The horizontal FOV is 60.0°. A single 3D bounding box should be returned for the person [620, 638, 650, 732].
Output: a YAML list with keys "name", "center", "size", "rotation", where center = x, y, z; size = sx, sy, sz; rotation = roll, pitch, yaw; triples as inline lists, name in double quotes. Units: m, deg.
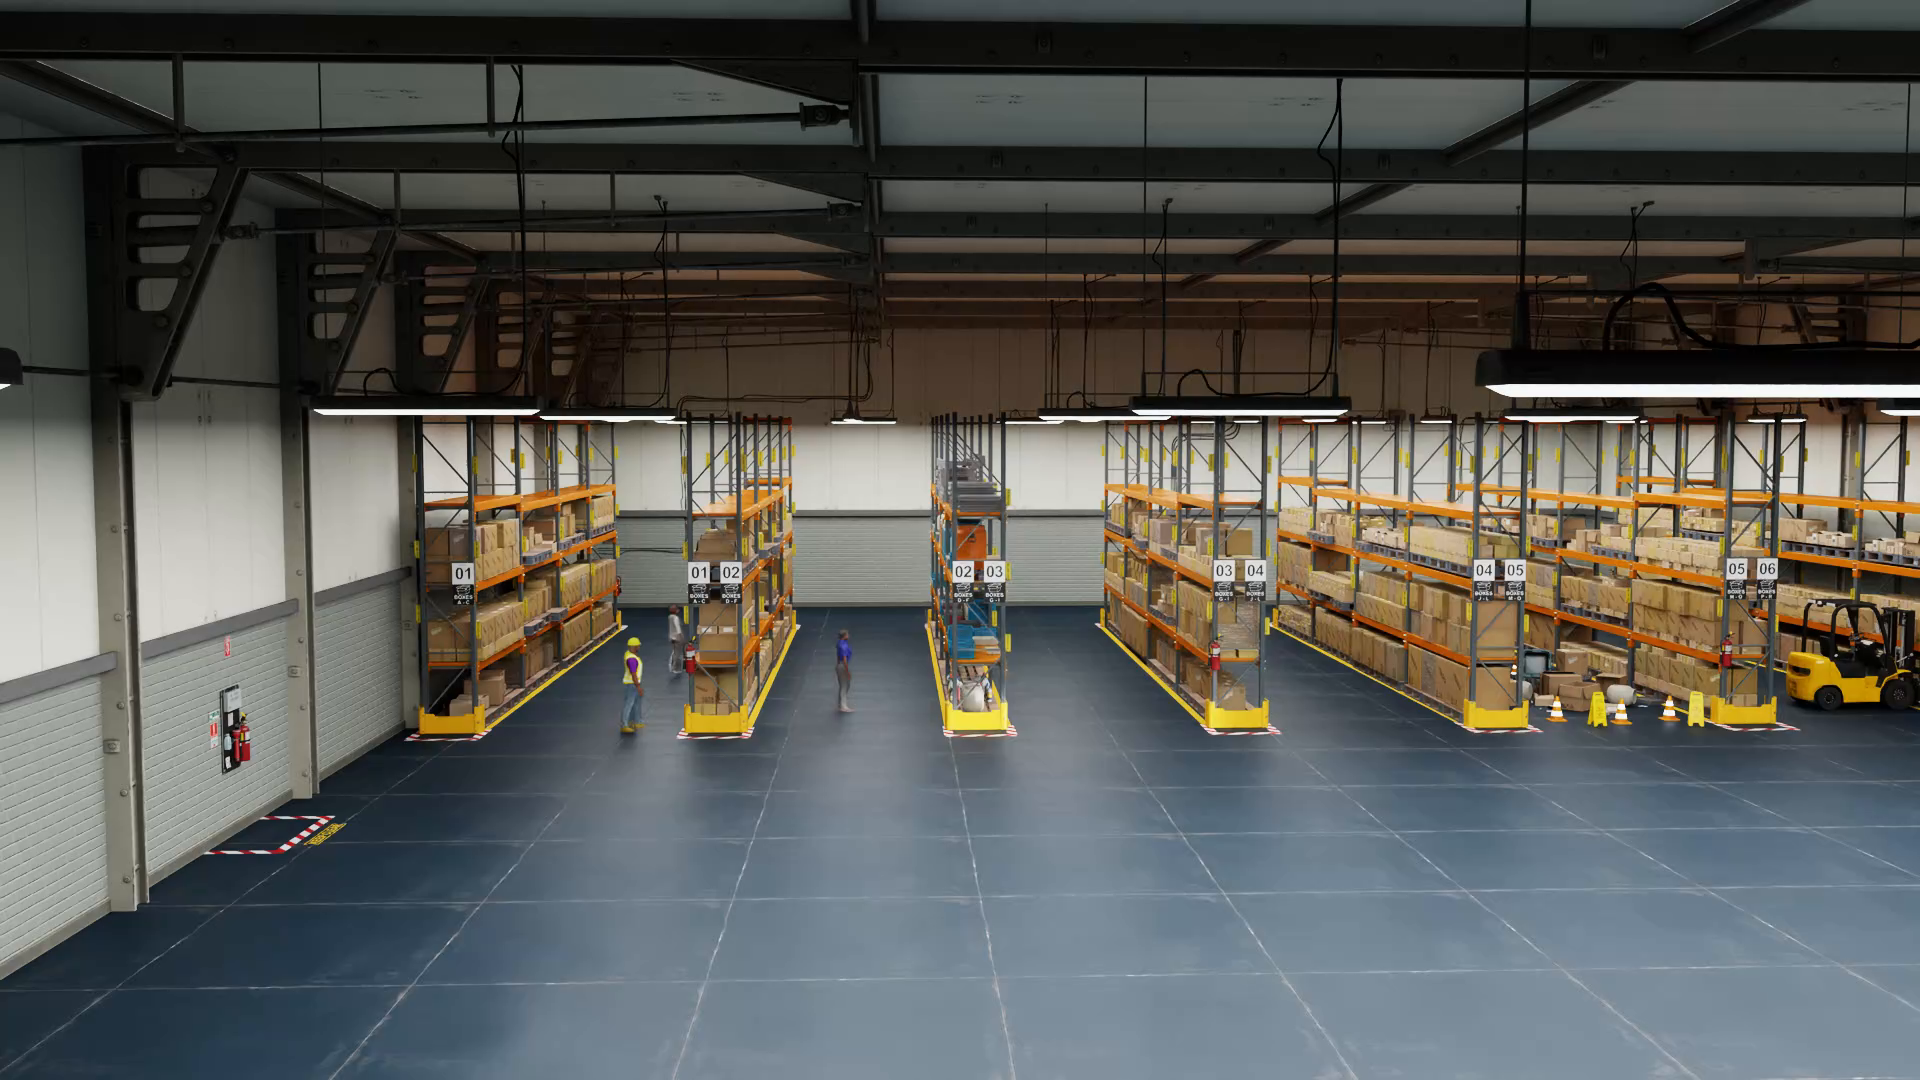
- name: "person"
  center: [-6.139, 2.727, 31.309]
  size: [0.509, 1.803, 0.686]
  rotation: [0, 4, -3]

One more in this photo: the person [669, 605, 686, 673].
- name: "person"
  center: [-6.561, 2.287, 38.572]
  size: [0.446, 1.592, 0.390]
  rotation: [2, 5, 31]

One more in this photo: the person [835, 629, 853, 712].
- name: "person"
  center: [-2.343, 2.658, 33.539]
  size: [0.349, 1.743, 0.541]
  rotation: [-1, 4, -10]
